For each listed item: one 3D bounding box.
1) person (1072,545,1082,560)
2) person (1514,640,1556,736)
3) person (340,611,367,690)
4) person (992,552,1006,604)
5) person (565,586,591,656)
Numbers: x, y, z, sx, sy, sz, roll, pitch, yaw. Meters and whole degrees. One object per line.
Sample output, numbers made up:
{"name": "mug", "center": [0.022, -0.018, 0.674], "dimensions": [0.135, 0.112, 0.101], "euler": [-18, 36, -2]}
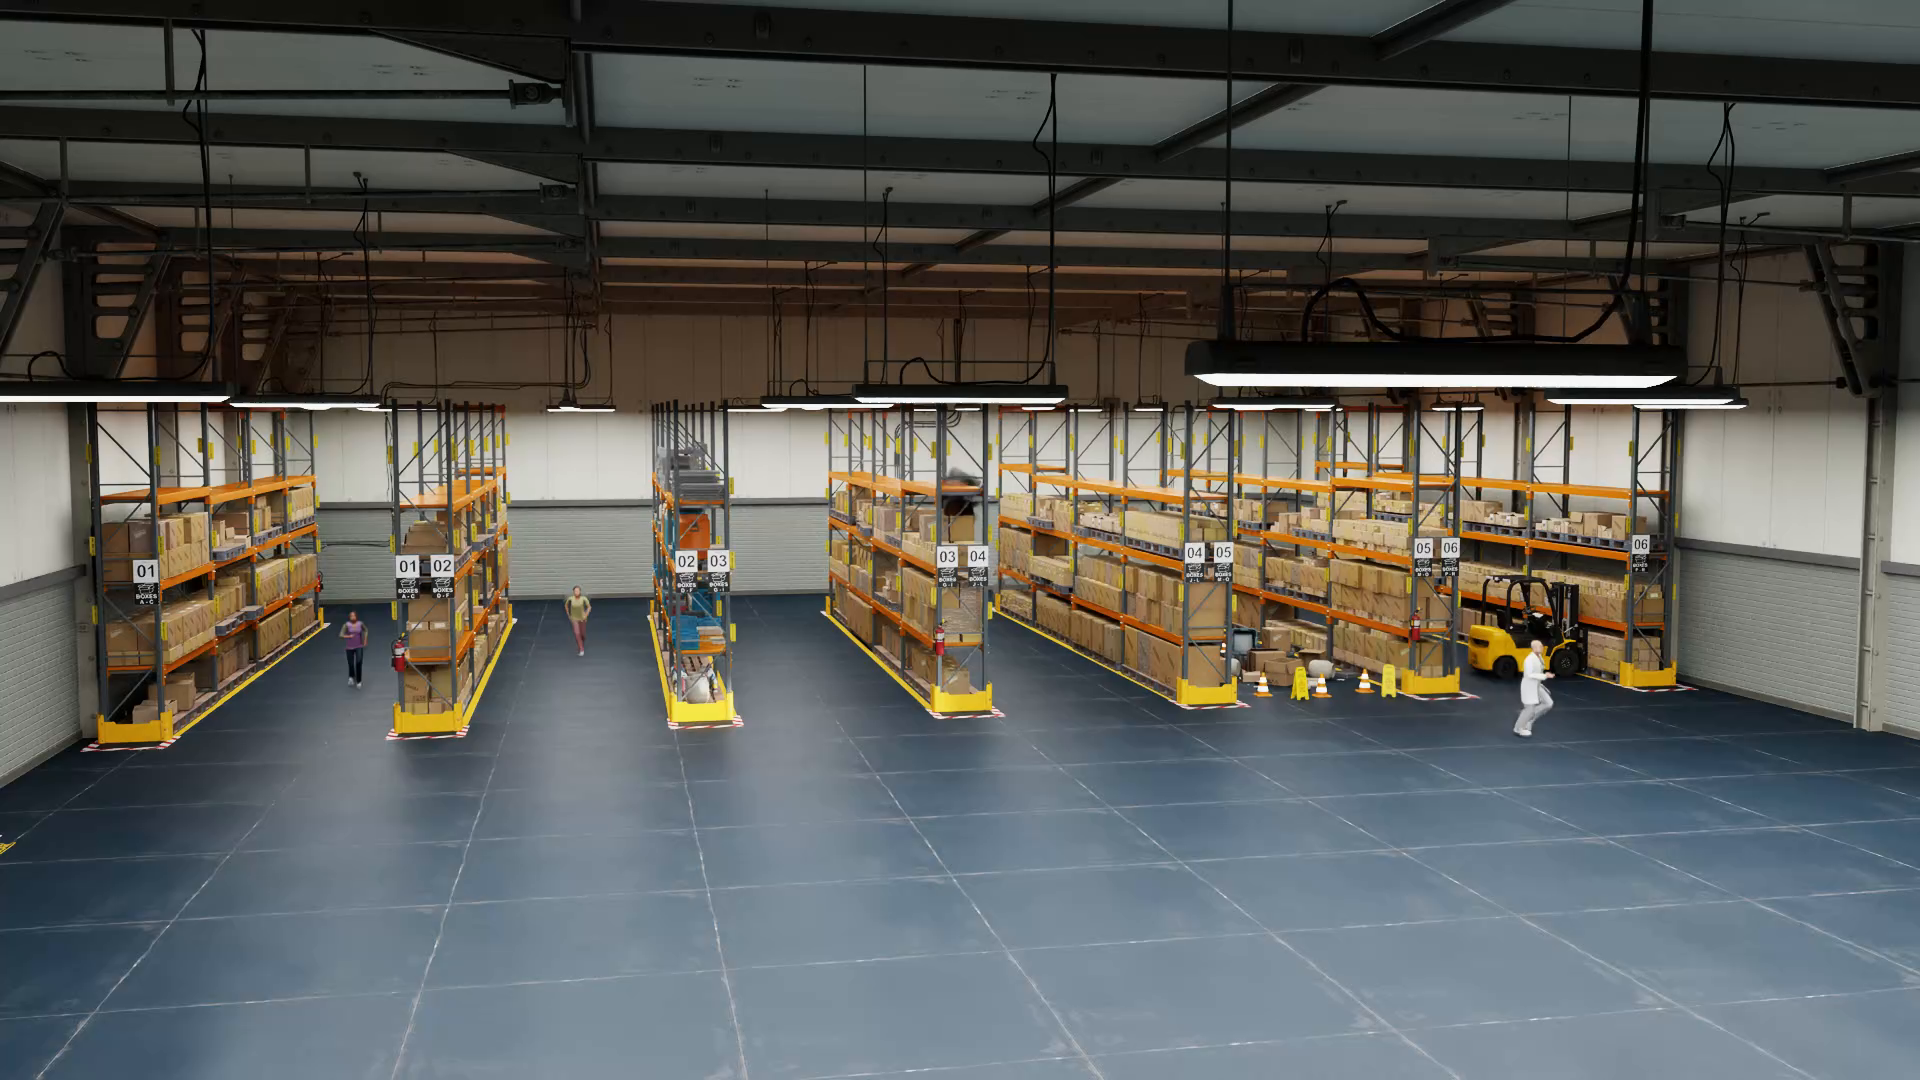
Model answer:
{"name": "person", "center": [3.598, 1.025, 50.512], "dimensions": [0.921, 1.827, 0.671], "euler": [0, 4, -3]}
{"name": "person", "center": [10.190, 2.627, 29.437], "dimensions": [0.773, 1.727, 0.759], "euler": [4, 6, 43]}
{"name": "person", "center": [-12.677, 2.287, 34.783], "dimensions": [0.565, 1.631, 0.778], "euler": [-2, 5, -24]}
{"name": "person", "center": [1.289, 1.171, 49.983], "dimensions": [0.769, 1.666, 0.659], "euler": [0, 4, 2]}
{"name": "person", "center": [-9.137, 1.920, 39.778], "dimensions": [0.604, 1.647, 0.735], "euler": [-1, 4, -13]}
